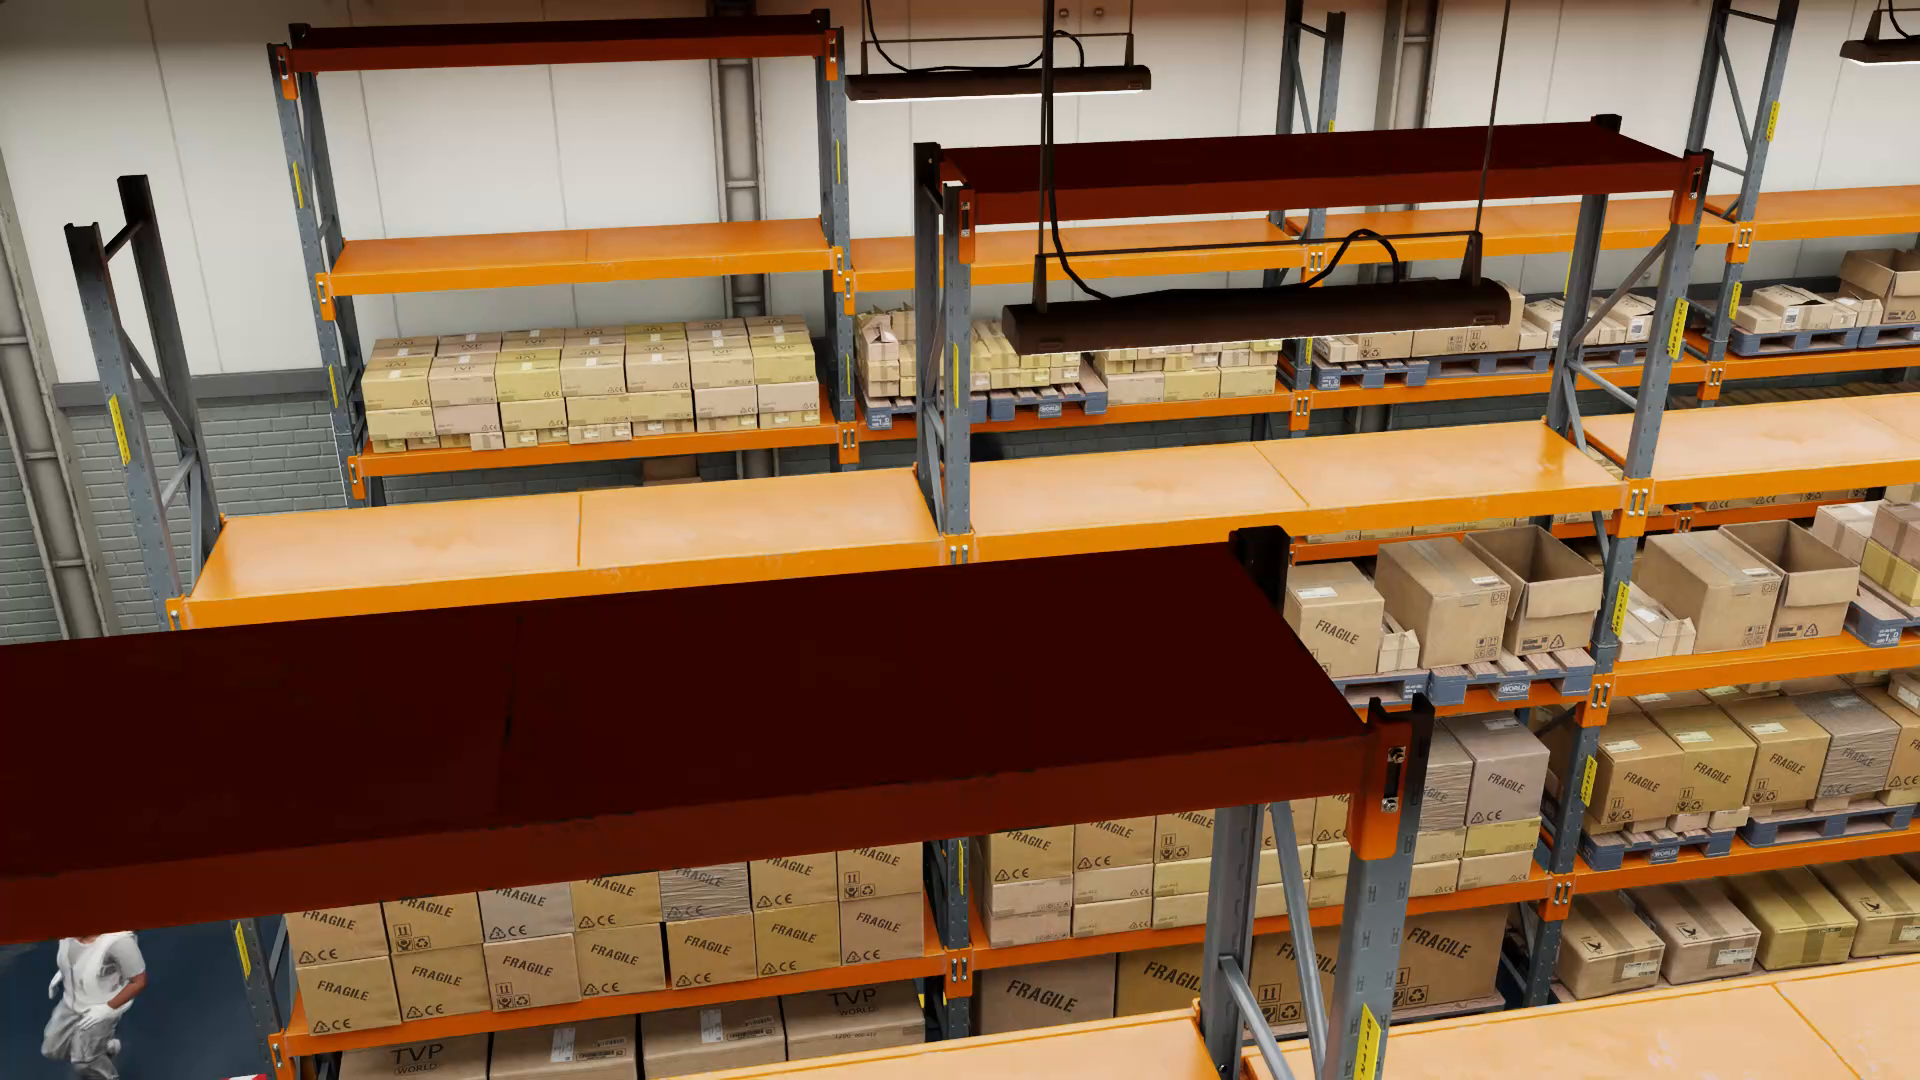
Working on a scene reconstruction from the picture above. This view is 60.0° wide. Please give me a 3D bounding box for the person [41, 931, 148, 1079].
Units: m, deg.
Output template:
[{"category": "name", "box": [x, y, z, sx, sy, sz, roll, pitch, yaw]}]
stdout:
[{"category": "person", "box": [-5.423, 2.897, 10.361, 0.739, 1.700, 0.531, 16, 30, 29]}]
